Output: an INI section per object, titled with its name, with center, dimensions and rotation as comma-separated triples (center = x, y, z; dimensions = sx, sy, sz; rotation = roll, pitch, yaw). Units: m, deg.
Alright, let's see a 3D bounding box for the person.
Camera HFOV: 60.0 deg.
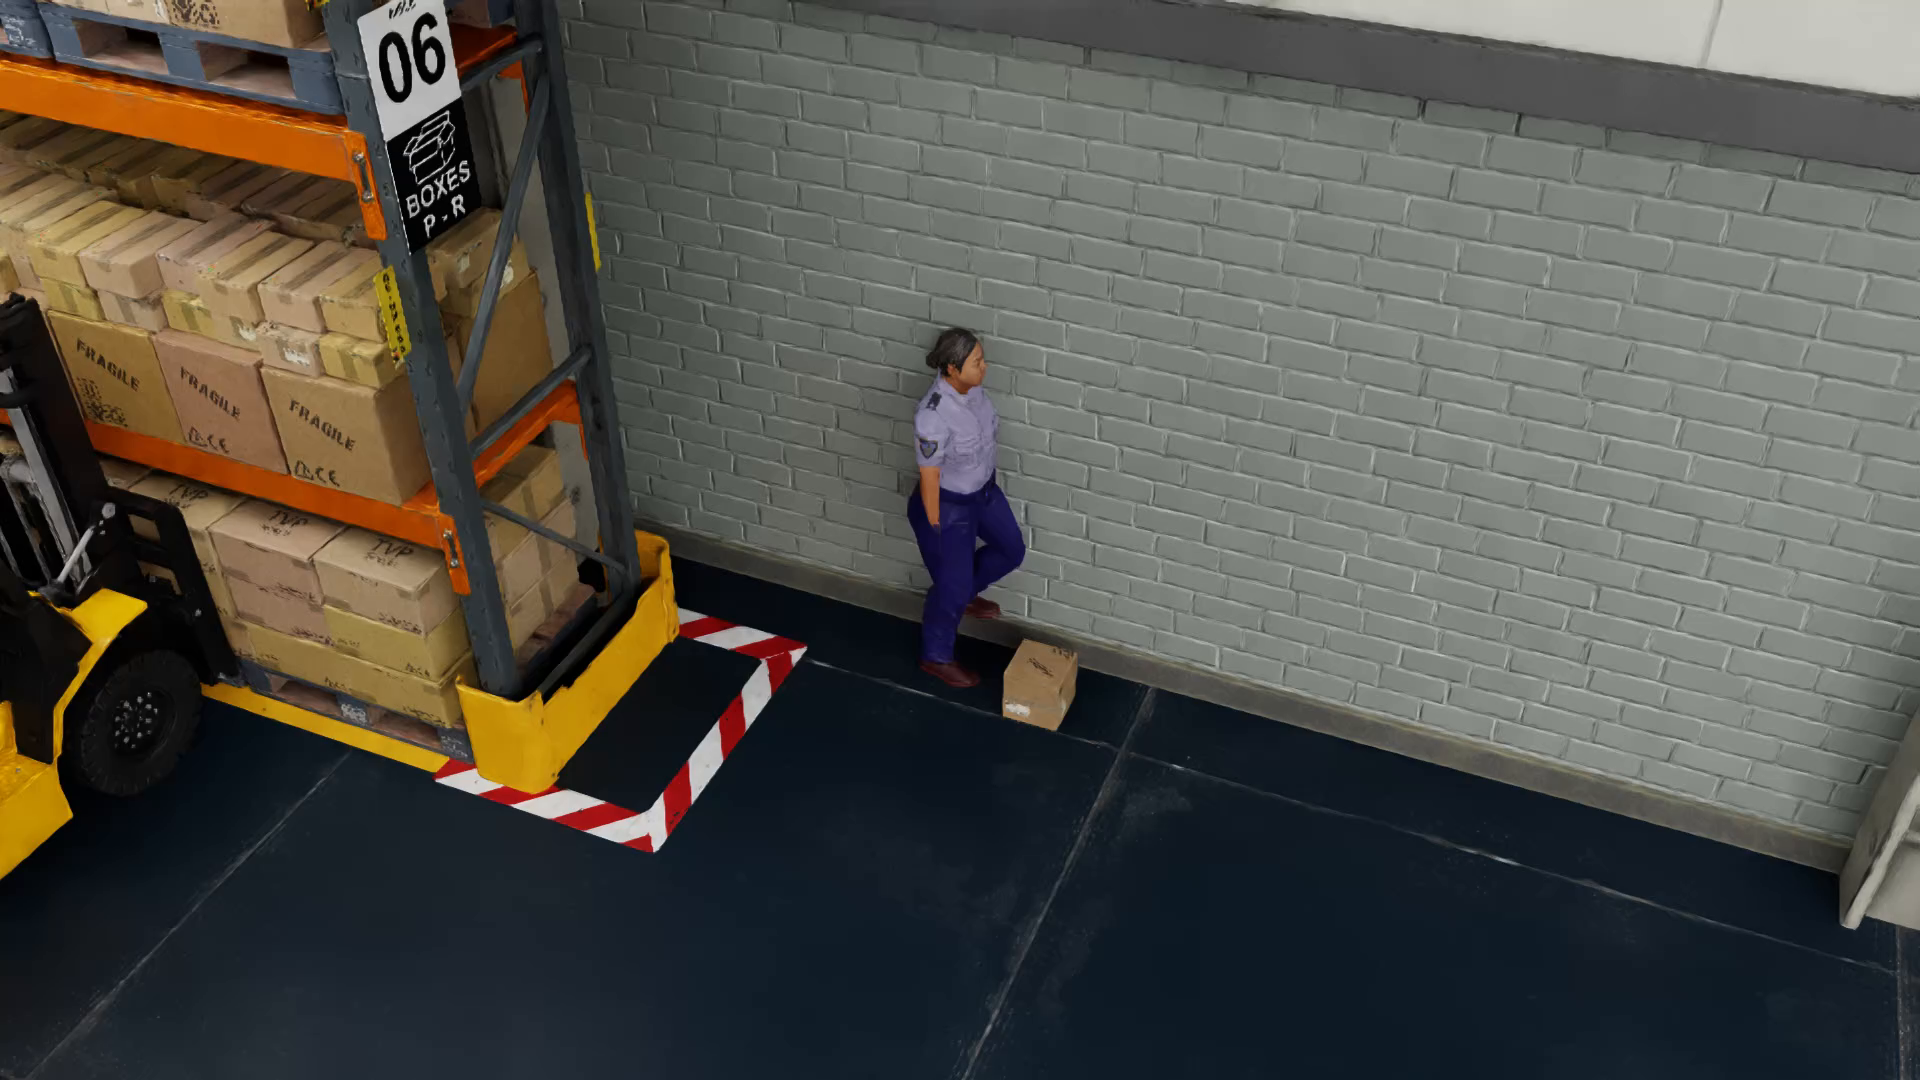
[person]
center = 0.036, -0.152, 7.025
dimensions = 0.452, 1.652, 0.495
rotation = 15, 40, 19
